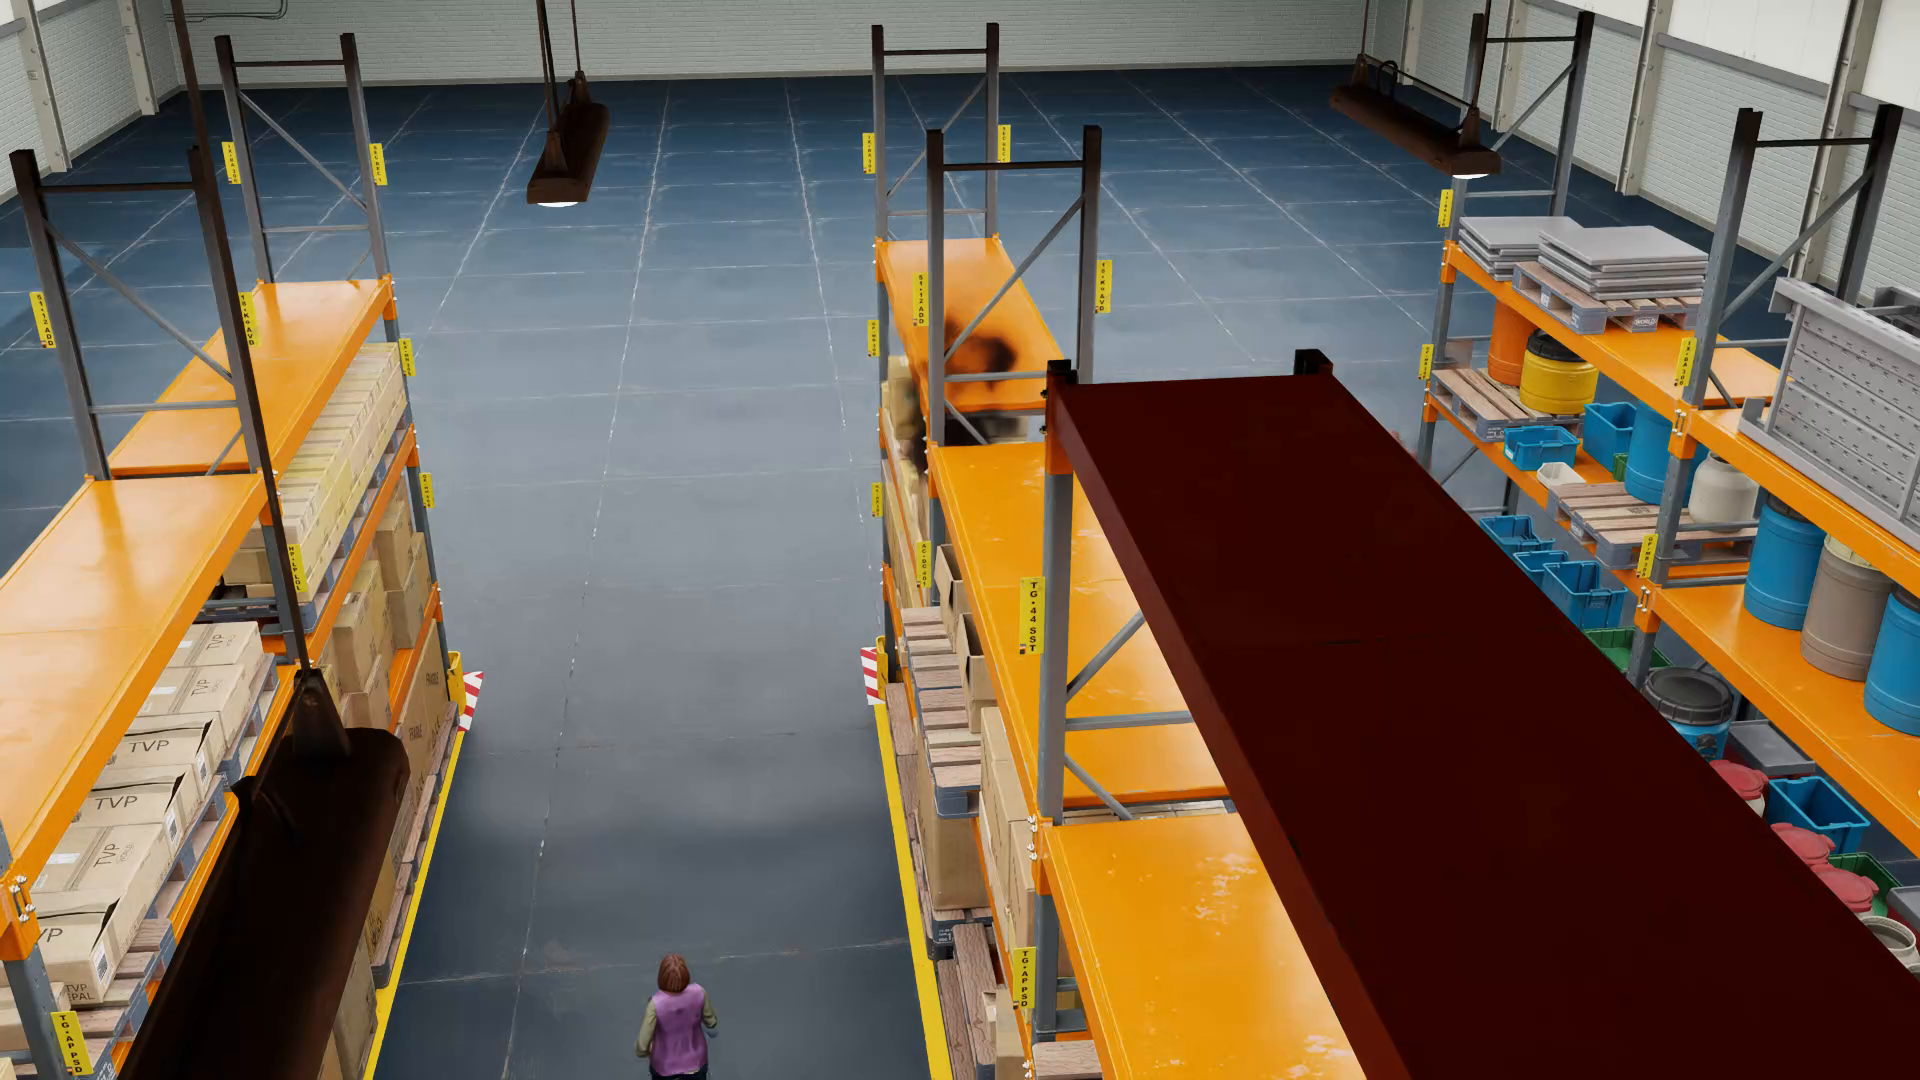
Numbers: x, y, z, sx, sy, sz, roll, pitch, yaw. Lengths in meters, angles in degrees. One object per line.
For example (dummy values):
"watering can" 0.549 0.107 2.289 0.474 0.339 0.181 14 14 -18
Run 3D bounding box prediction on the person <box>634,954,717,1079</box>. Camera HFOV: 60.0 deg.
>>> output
"person" -1.719 3.135 10.086 0.516 1.588 0.608 -8 27 -15

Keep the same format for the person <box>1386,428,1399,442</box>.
"person" 4.414 -0.373 17.393 0.624 1.708 0.701 12 28 23
